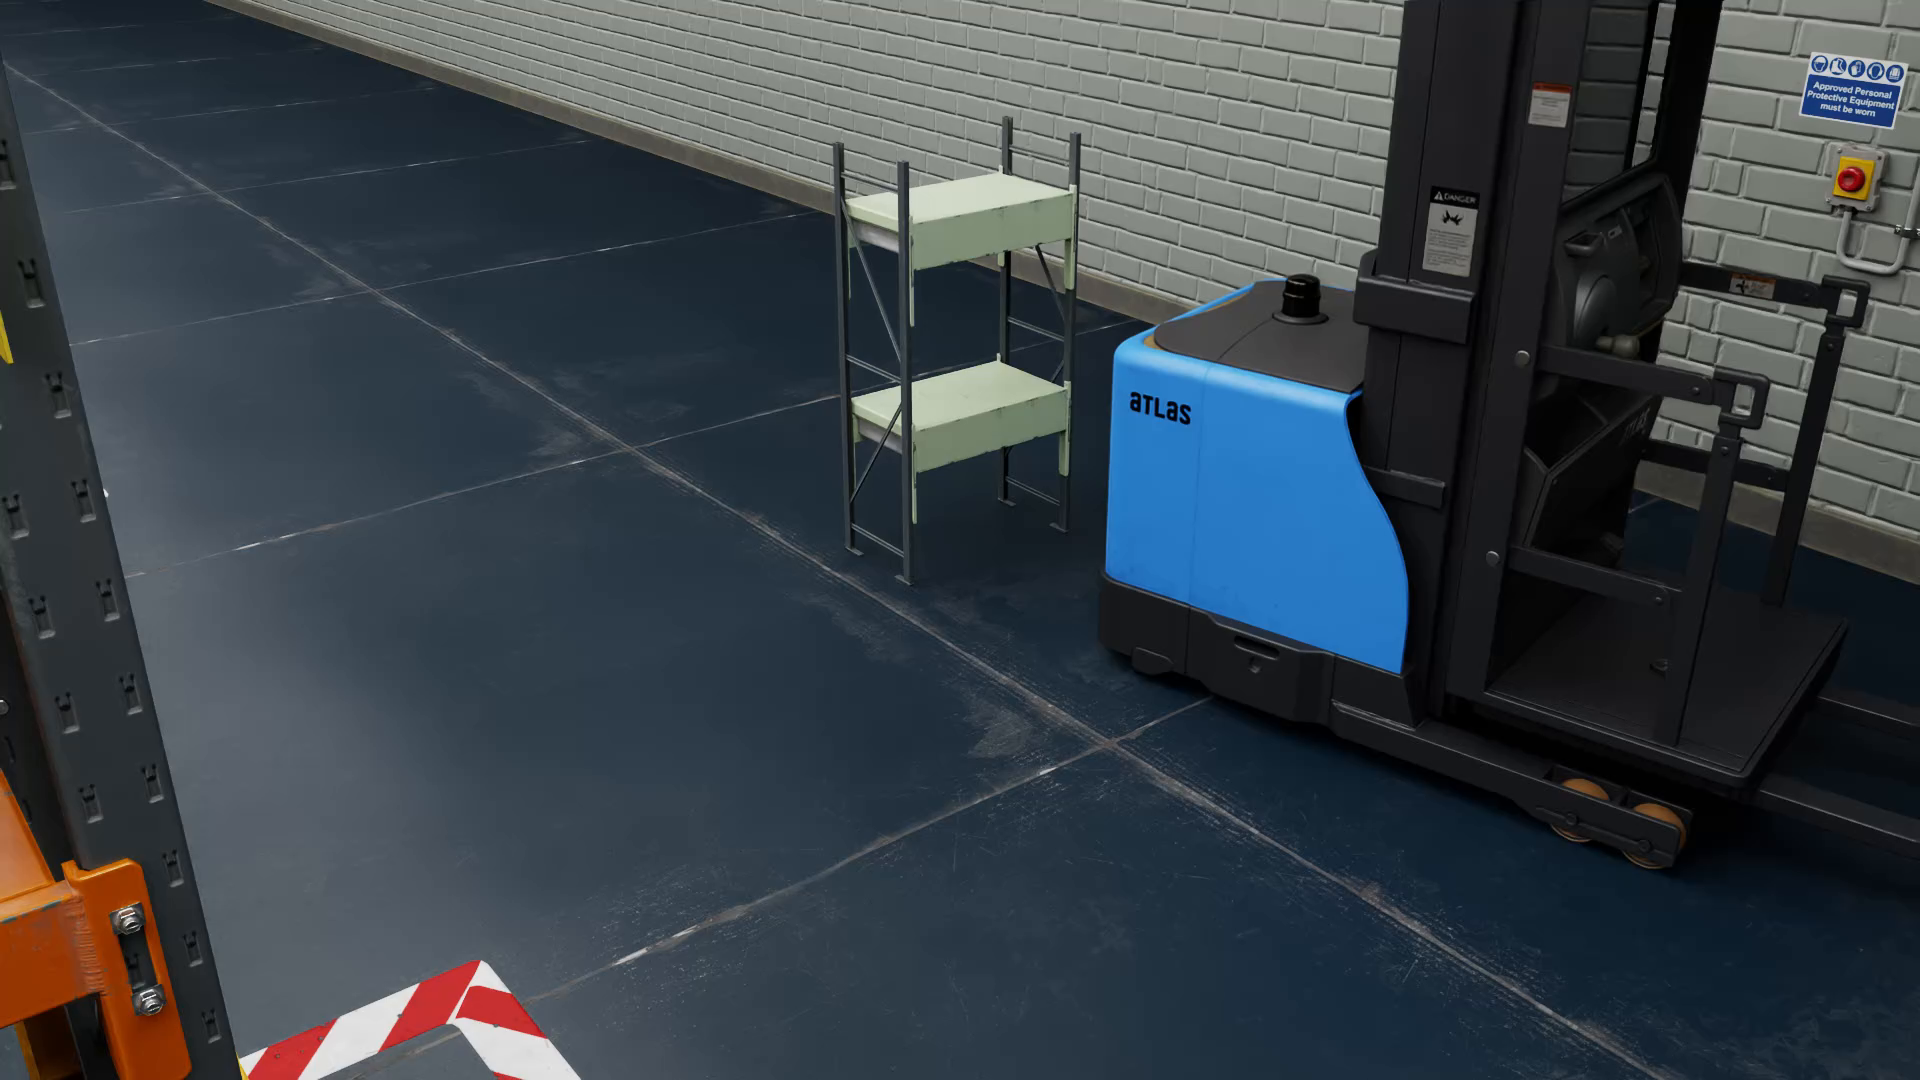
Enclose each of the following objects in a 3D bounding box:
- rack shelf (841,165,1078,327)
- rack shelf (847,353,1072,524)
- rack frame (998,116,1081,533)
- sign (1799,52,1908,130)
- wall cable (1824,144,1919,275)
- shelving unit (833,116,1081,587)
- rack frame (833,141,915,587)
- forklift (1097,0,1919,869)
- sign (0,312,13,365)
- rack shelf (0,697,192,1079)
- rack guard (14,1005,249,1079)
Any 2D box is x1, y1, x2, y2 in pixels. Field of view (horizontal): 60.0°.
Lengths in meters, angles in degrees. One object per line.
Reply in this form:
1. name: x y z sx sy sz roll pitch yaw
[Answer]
1. rack shelf: -0.005 -1.033 5.766 0.720 0.370 0.431 -18 31 -34
2. rack shelf: -0.005 -0.383 6.068 0.720 0.370 0.431 -18 31 -34
3. rack frame: 0.283 -0.774 6.135 0.023 1.500 0.400 -18 31 -34
4. sign: 3.042 -1.534 5.671 0.001 0.218 0.327 -18 31 -34
5. wall cable: 3.024 -1.855 5.439 0.123 1.953 0.585 -18 31 -34
6. shelving unit: -0.005 -0.679 5.931 0.755 1.500 0.431 -18 31 -34
7. rack frame: -0.293 -0.583 5.726 0.023 1.500 0.400 -18 31 -34
8. forklift: 1.915 -0.716 4.312 3.031 2.935 1.130 19 31 34
9. sign: -1.075 -0.356 1.798 0.005 0.325 0.100 -18 31 -34
10. rack shelf: -2.973 0.939 1.519 4.000 0.370 1.077 -18 31 -34
11. rack guard: -1.380 1.221 3.026 0.348 0.500 1.175 -18 31 -34
